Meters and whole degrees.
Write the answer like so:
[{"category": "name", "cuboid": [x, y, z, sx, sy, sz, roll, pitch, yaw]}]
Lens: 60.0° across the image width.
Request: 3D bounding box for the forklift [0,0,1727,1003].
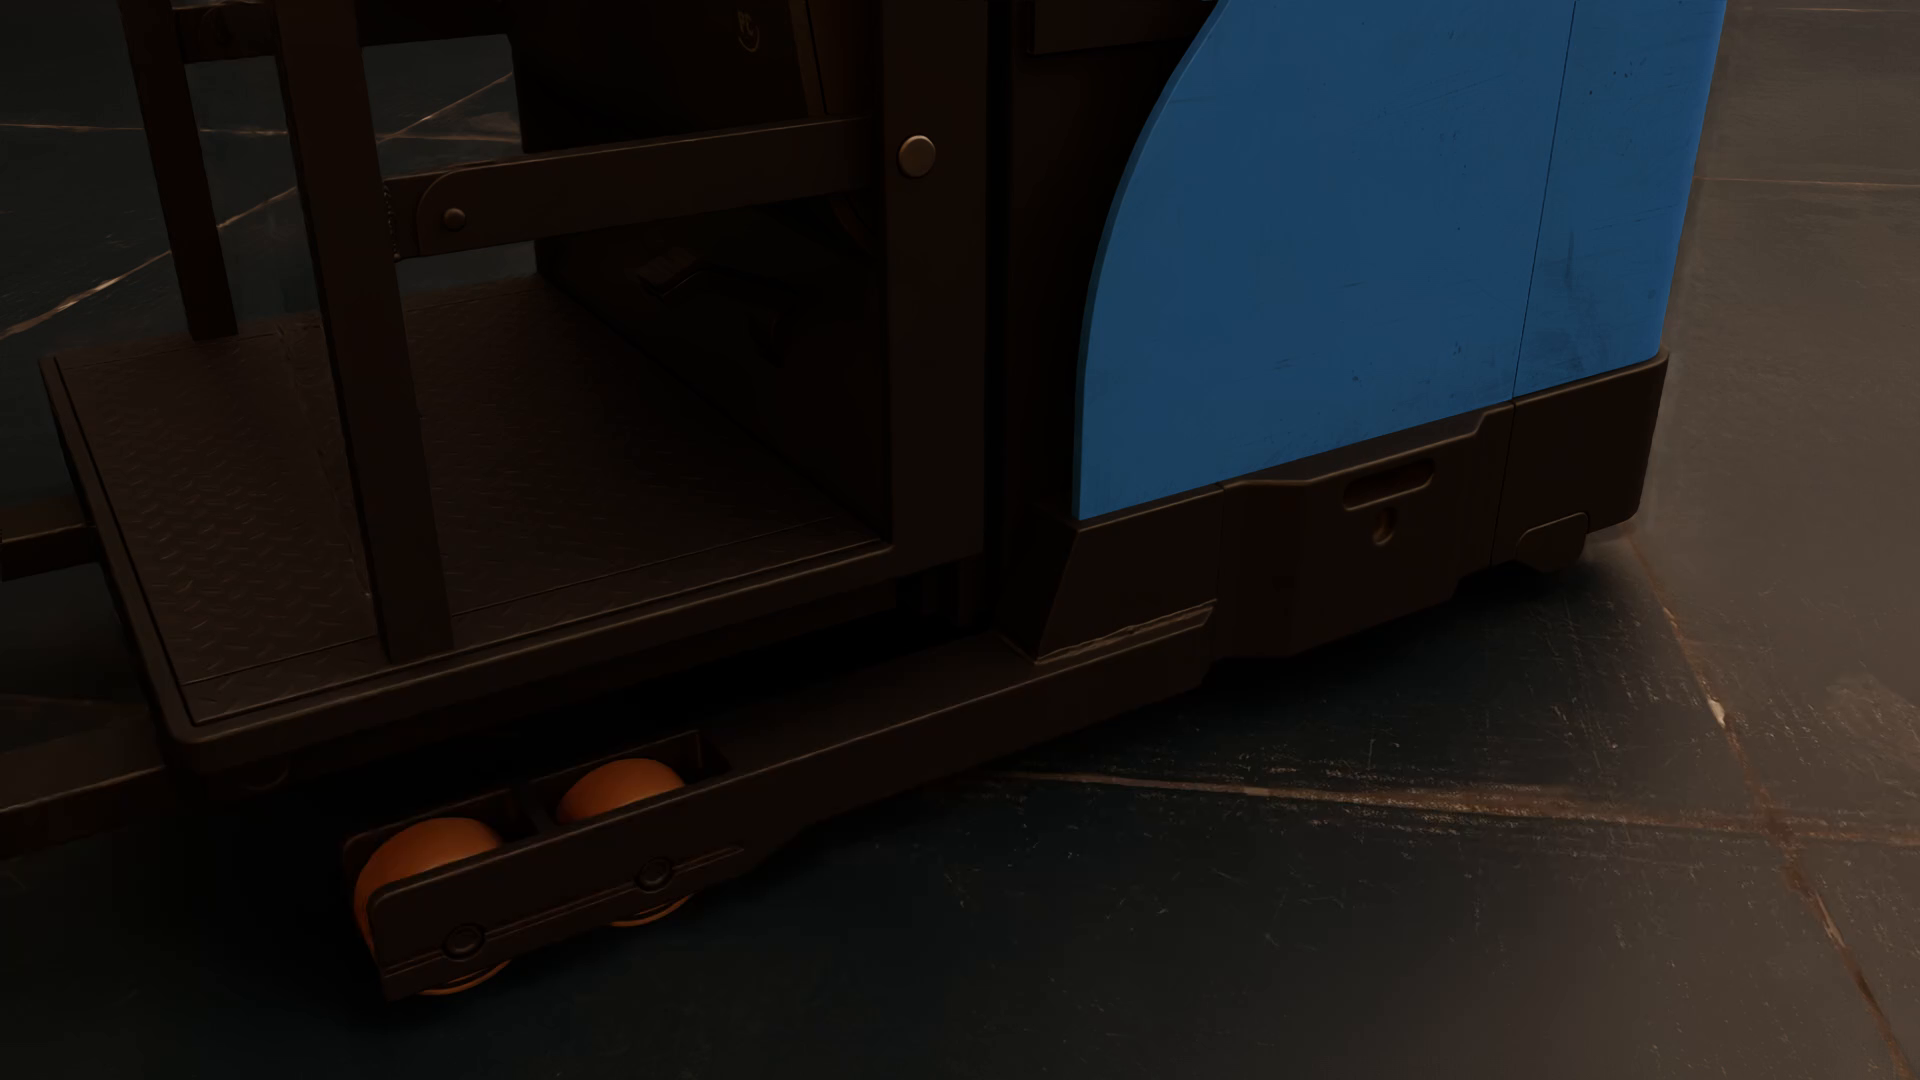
[{"category": "forklift", "cuboid": [-0.523, -1.141, 1.503, 3.031, 2.935, 1.130, -15, 30, -28]}]
